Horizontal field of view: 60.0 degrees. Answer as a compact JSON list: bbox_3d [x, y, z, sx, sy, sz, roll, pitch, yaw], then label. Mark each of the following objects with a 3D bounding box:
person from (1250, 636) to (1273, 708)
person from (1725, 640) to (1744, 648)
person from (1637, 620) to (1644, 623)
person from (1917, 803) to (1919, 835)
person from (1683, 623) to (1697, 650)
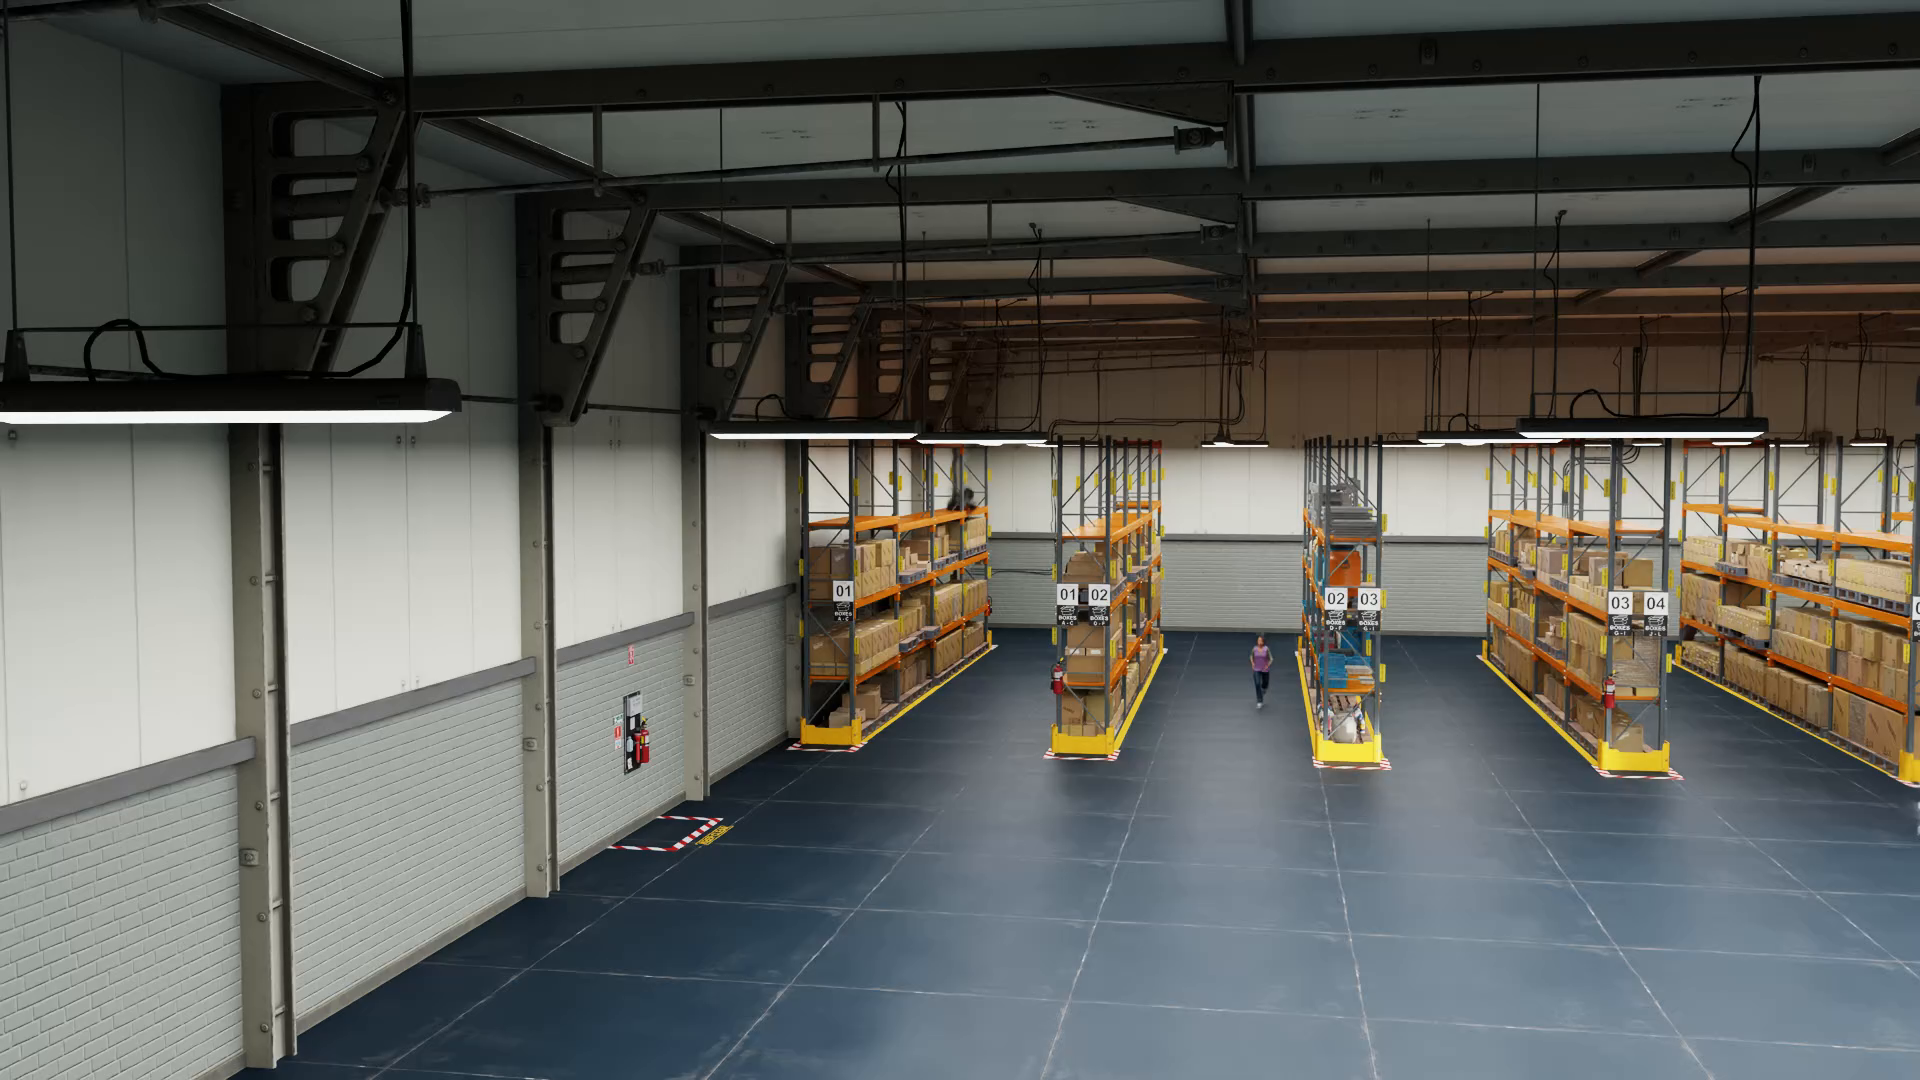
[{"bbox_3d":[6.759,2.946,37.299,0.520,1.580,0.926,1,3,10],"label":"person"},{"bbox_3d":[21.106,2.445,45.434,0.910,1.726,0.565,1,3,11],"label":"person"},{"bbox_3d":[17.975,2.512,44.698,0.594,1.583,0.659,-2,4,-37],"label":"person"},{"bbox_3d":[14.472,3.526,24.478,0.747,1.732,0.690,-2,4,-34],"label":"person"},{"bbox_3d":[20.109,2.422,45.659,0.766,1.713,0.733,1,3,23],"label":"person"}]
